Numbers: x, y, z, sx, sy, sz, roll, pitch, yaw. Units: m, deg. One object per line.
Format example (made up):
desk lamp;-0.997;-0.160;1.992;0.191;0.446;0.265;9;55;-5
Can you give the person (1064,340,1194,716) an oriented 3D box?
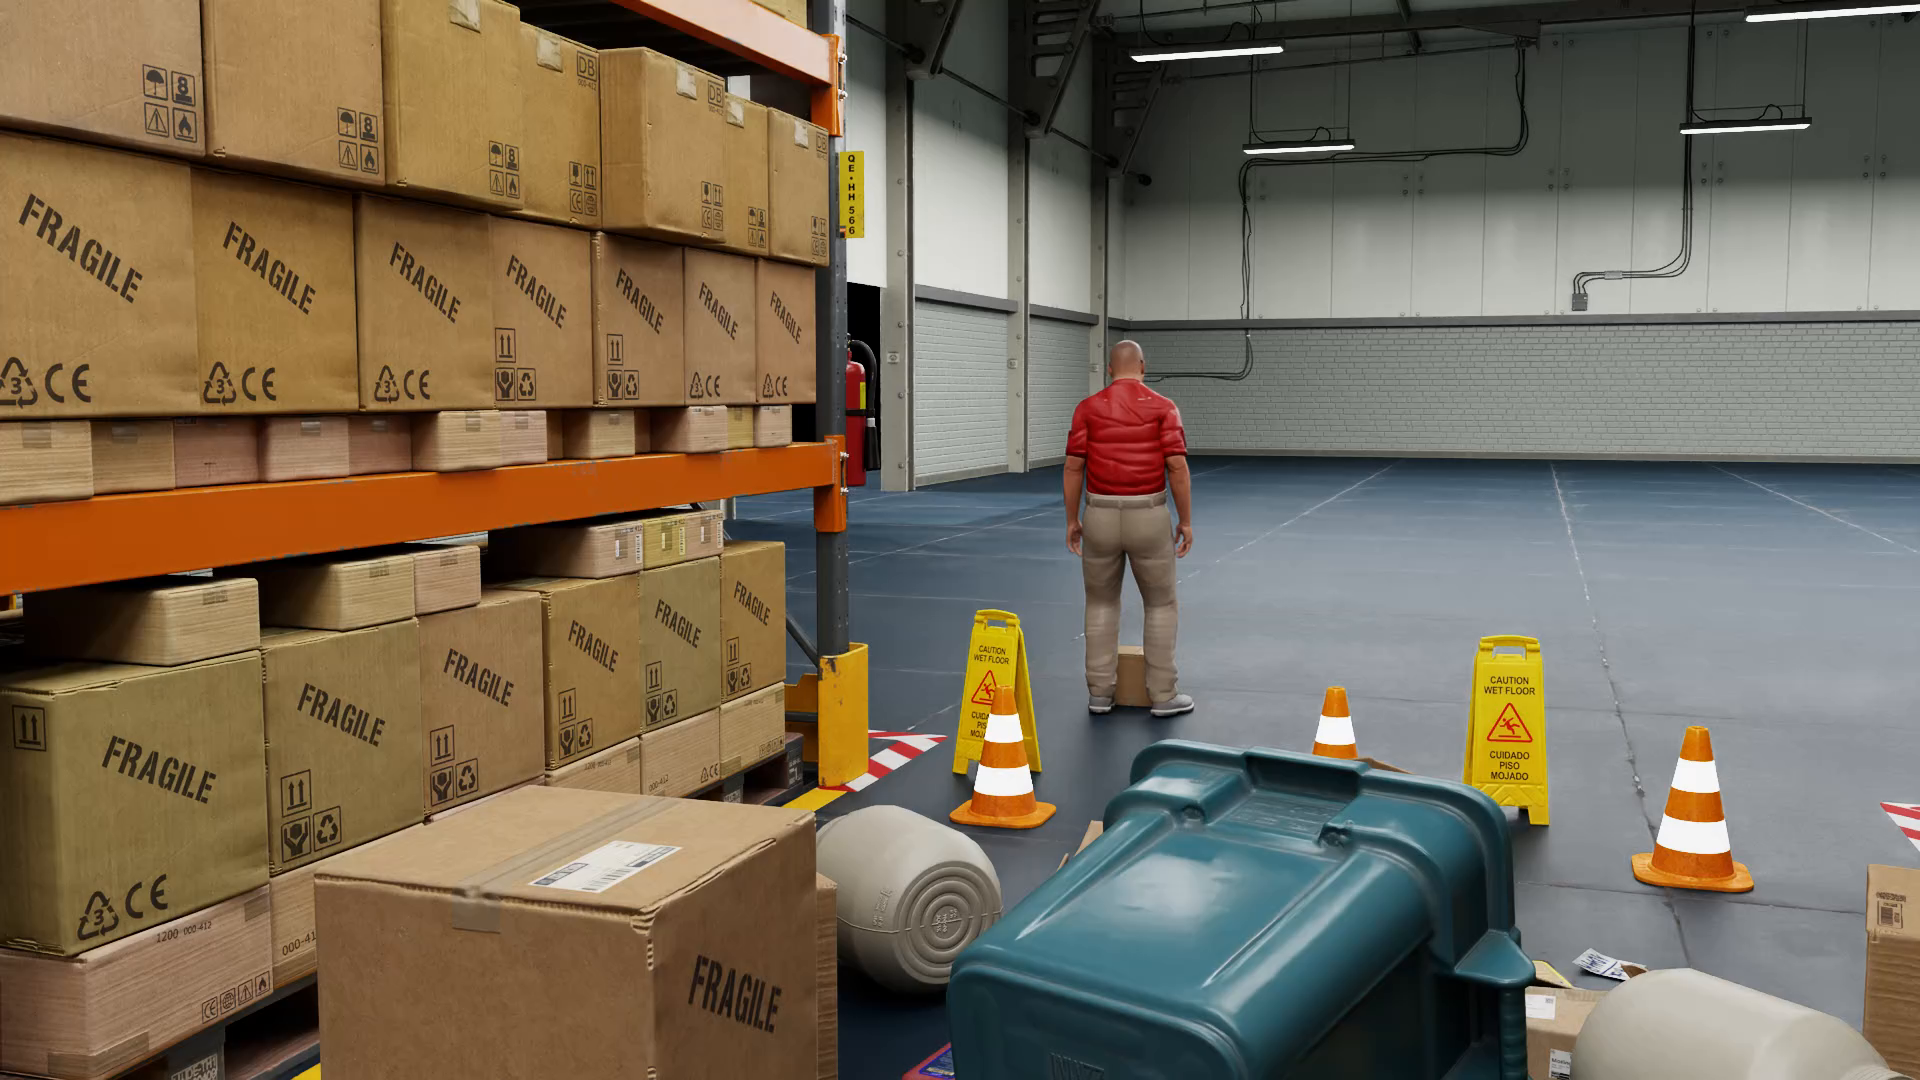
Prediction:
person;0.780;-0.059;7.715;0.599;1.727;0.383;2;5;17
